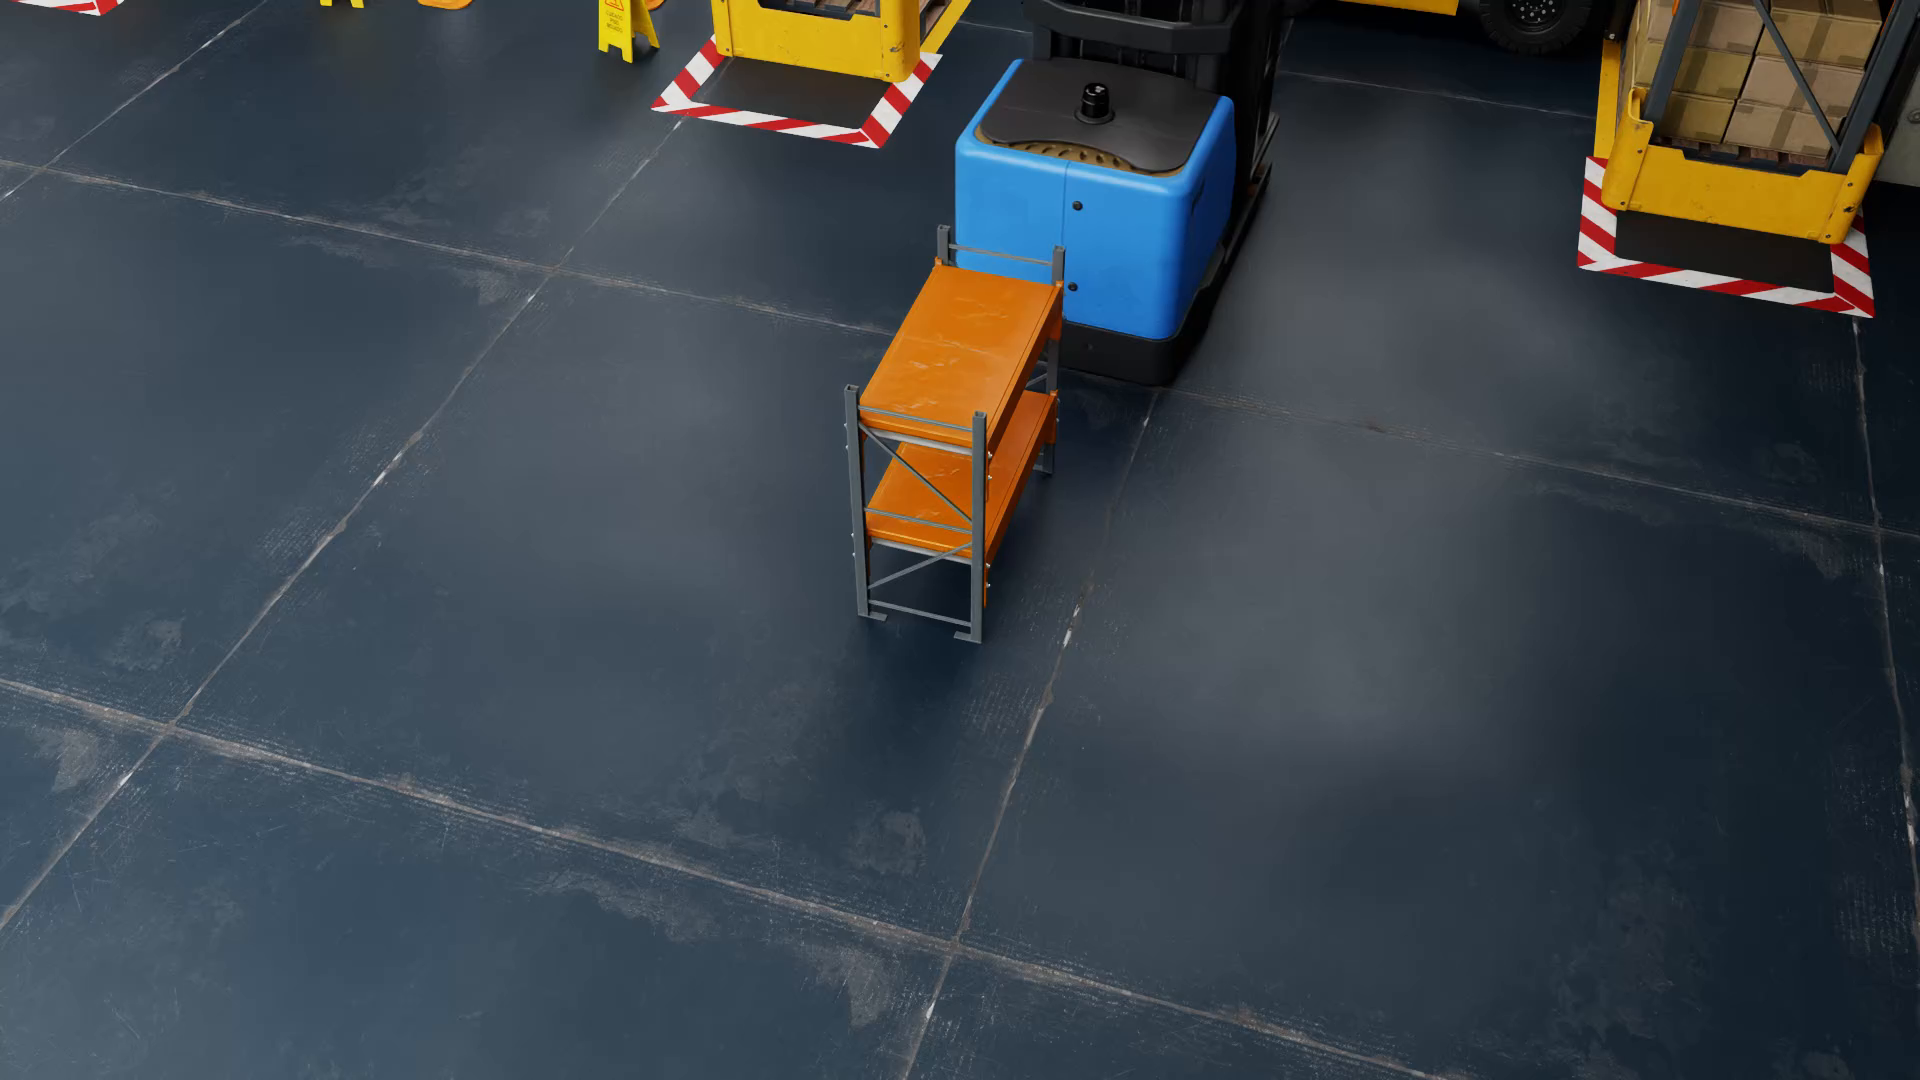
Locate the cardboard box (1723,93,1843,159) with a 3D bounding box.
[{"bbox_3d":[4.223,-2.234,8.554,0.500,0.250,0.500,13,46,13],"label":"cardboard box"}]

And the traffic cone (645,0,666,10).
[{"bbox_3d":[-1.943,-3.483,9.978,0.336,0.463,0.334,13,46,13],"label":"traffic cone"}]

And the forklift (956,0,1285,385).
[{"bbox_3d":[0.957,-2.780,7.495,1.130,2.935,3.031,15,46,14],"label":"forklift"}]

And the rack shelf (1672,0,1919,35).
[{"bbox_3d":[4.493,-3.857,9.061,1.077,0.370,4.000,13,46,13],"label":"rack shelf"}]

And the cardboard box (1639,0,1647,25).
[{"bbox_3d":[3.899,-2.849,8.825,0.500,0.250,0.500,12,46,12],"label":"cardboard box"}]

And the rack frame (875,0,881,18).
[{"bbox_3d":[-0.844,-3.829,8.519,1.000,3.000,0.127,13,46,13],"label":"rack frame"}]

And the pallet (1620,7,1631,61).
[{"bbox_3d":[4.451,-3.113,9.780,1.003,0.211,1.213,13,46,13],"label":"pallet"}]

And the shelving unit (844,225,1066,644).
[{"bbox_3d":[0.002,-0.407,6.361,0.538,1.125,1.048,13,46,13],"label":"shelving unit"}]

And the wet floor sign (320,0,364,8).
[{"bbox_3d":[-3.714,-3.530,9.896,0.267,0.644,0.232,5,45,5],"label":"wet floor sign"}]

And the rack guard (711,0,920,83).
[{"bbox_3d":[-0.821,-2.987,9.445,1.175,0.500,0.348,13,46,13],"label":"rack guard"}]

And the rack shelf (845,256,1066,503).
[{"bbox_3d":[0.002,-0.616,6.156,0.538,0.278,1.000,13,46,13],"label":"rack shelf"}]

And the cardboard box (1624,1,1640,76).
[{"bbox_3d":[3.888,-2.658,8.987,0.500,0.250,0.500,13,46,12],"label":"cardboard box"}]

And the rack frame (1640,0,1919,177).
[{"bbox_3d":[3.888,-2.781,7.447,1.000,3.000,0.127,13,46,13],"label":"rack frame"}]

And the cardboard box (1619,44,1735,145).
[{"bbox_3d":[3.729,-2.328,8.650,0.500,0.250,0.500,13,46,13],"label":"cardboard box"}]

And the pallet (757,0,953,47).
[{"bbox_3d":[-0.541,-3.417,10.091,1.003,0.211,1.213,13,46,13],"label":"pallet"}]

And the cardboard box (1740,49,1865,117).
[{"bbox_3d":[4.228,-2.396,8.362,0.500,0.250,0.500,13,46,13],"label":"cardboard box"}]

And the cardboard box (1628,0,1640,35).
[{"bbox_3d":[4.048,-2.989,9.326,0.500,0.250,0.500,13,46,13],"label":"cardboard box"}]

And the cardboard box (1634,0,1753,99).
[{"bbox_3d":[3.737,-2.517,8.486,0.500,0.250,0.500,12,46,12],"label":"cardboard box"}]

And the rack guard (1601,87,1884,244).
[{"bbox_3d":[3.880,-1.871,8.305,1.175,0.500,0.348,13,46,13],"label":"rack guard"}]

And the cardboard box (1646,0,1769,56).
[{"bbox_3d":[3.730,-2.678,8.293,0.500,0.250,0.500,14,46,14],"label":"cardboard box"}]

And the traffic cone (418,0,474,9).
[{"bbox_3d":[-3.104,-3.491,9.987,0.336,0.463,0.334,13,46,13],"label":"traffic cone"}]

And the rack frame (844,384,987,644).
[{"bbox_3d":[-0.152,-0.068,6.015,0.500,1.125,0.032,13,46,13],"label":"rack frame"}]

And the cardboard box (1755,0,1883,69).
[{"bbox_3d":[4.213,-2.586,8.198,0.500,0.250,0.500,12,46,12],"label":"cardboard box"}]

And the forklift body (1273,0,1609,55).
[{"bbox_3d":[2.723,-4.128,9.430,2.313,2.155,1.214,13,46,13],"label":"forklift body"}]

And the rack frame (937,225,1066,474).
[{"bbox_3d":[0.156,-0.745,6.707,0.500,1.125,0.032,13,46,13],"label":"rack frame"}]

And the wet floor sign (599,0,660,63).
[{"bbox_3d":[-1.921,-3.088,9.444,0.267,0.644,0.232,28,51,26],"label":"wet floor sign"}]

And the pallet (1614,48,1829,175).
[{"bbox_3d":[4.079,-2.303,8.952,1.003,0.211,1.213,13,46,13],"label":"pallet"}]

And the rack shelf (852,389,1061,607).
[{"bbox_3d":[0.002,-0.232,6.532,0.538,0.278,1.000,13,46,13],"label":"rack shelf"}]
